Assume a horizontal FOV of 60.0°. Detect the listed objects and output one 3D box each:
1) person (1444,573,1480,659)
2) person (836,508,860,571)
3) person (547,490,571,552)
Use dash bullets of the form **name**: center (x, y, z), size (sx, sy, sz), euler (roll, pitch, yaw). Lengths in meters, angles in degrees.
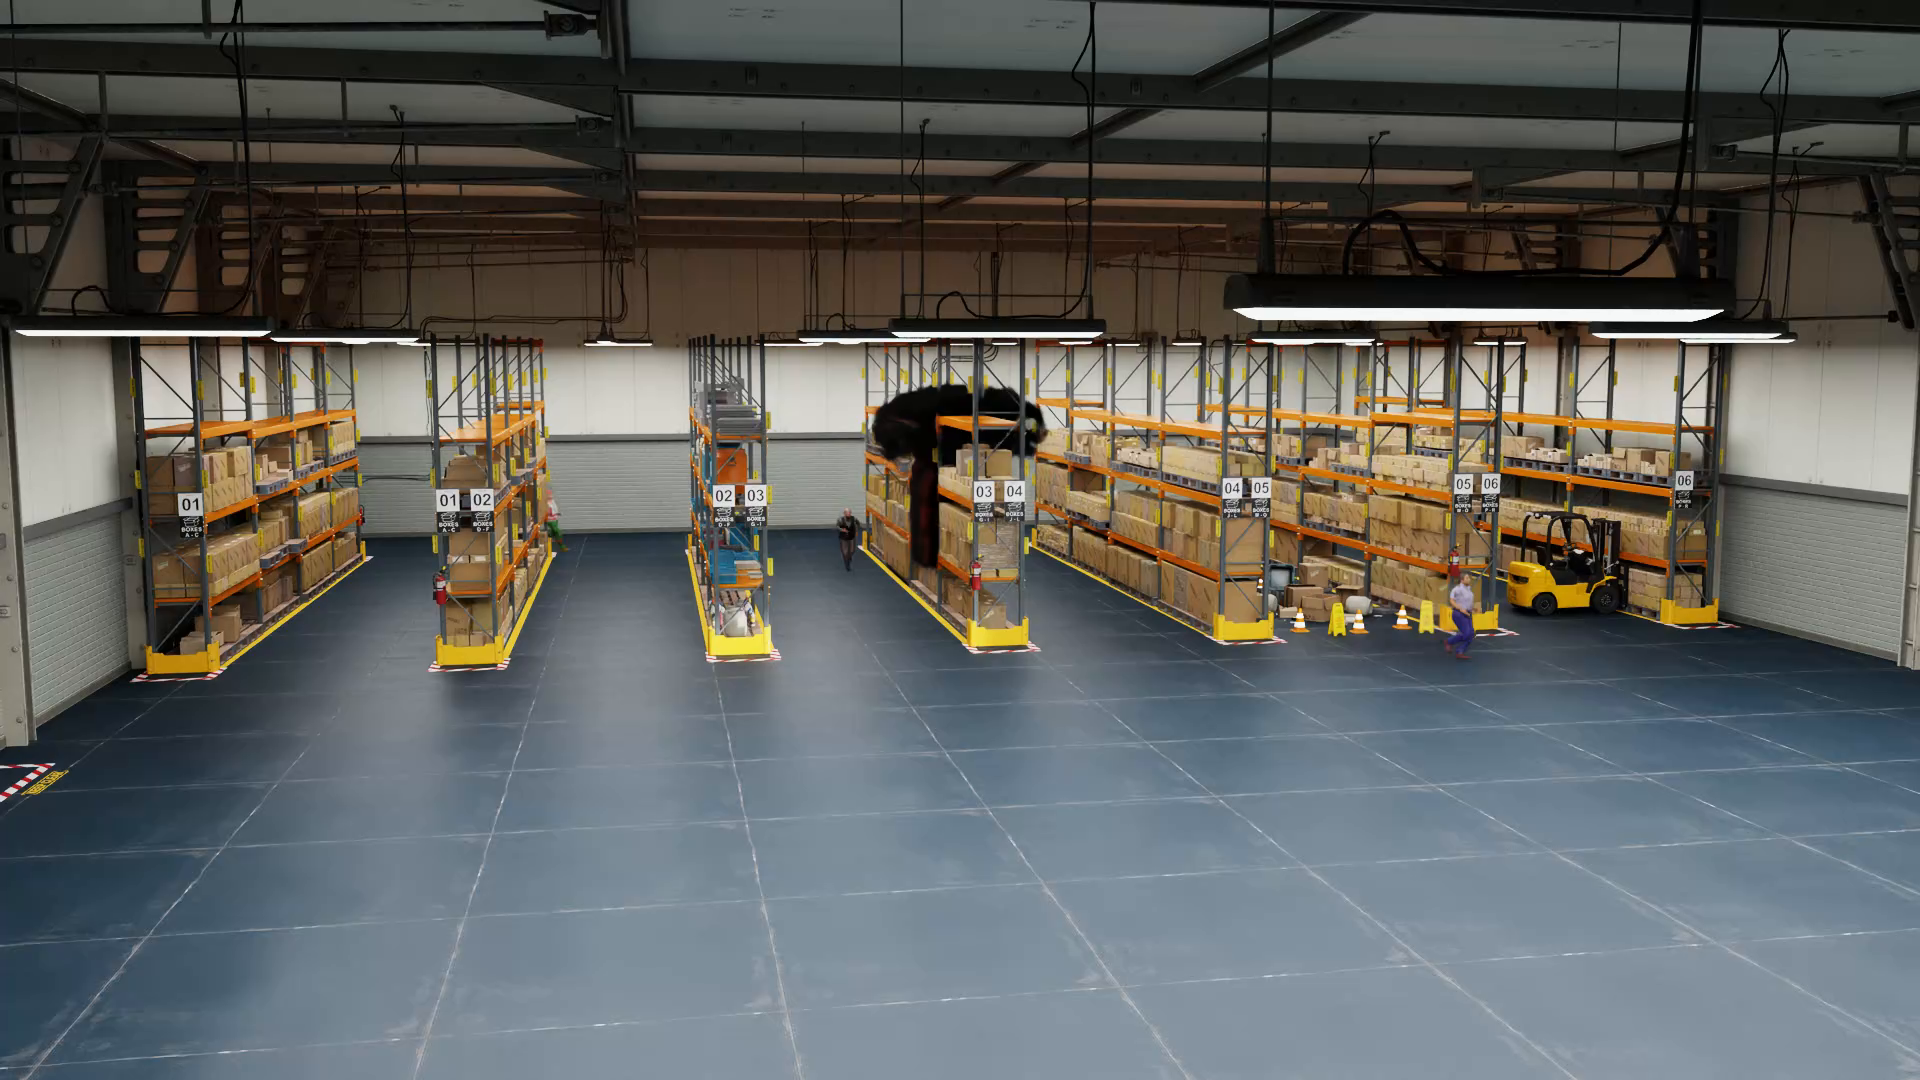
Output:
- **person**: center (9.320, 1.403, 30.866), size (0.552, 1.605, 0.587), euler (6, 9, 43)
- **person**: center (-2.888, -0.005, 42.963), size (0.645, 1.647, 0.703), euler (-1, 7, -8)
- **person**: center (-11.525, -0.541, 46.954), size (0.981, 1.745, 0.717), euler (2, 7, 19)
